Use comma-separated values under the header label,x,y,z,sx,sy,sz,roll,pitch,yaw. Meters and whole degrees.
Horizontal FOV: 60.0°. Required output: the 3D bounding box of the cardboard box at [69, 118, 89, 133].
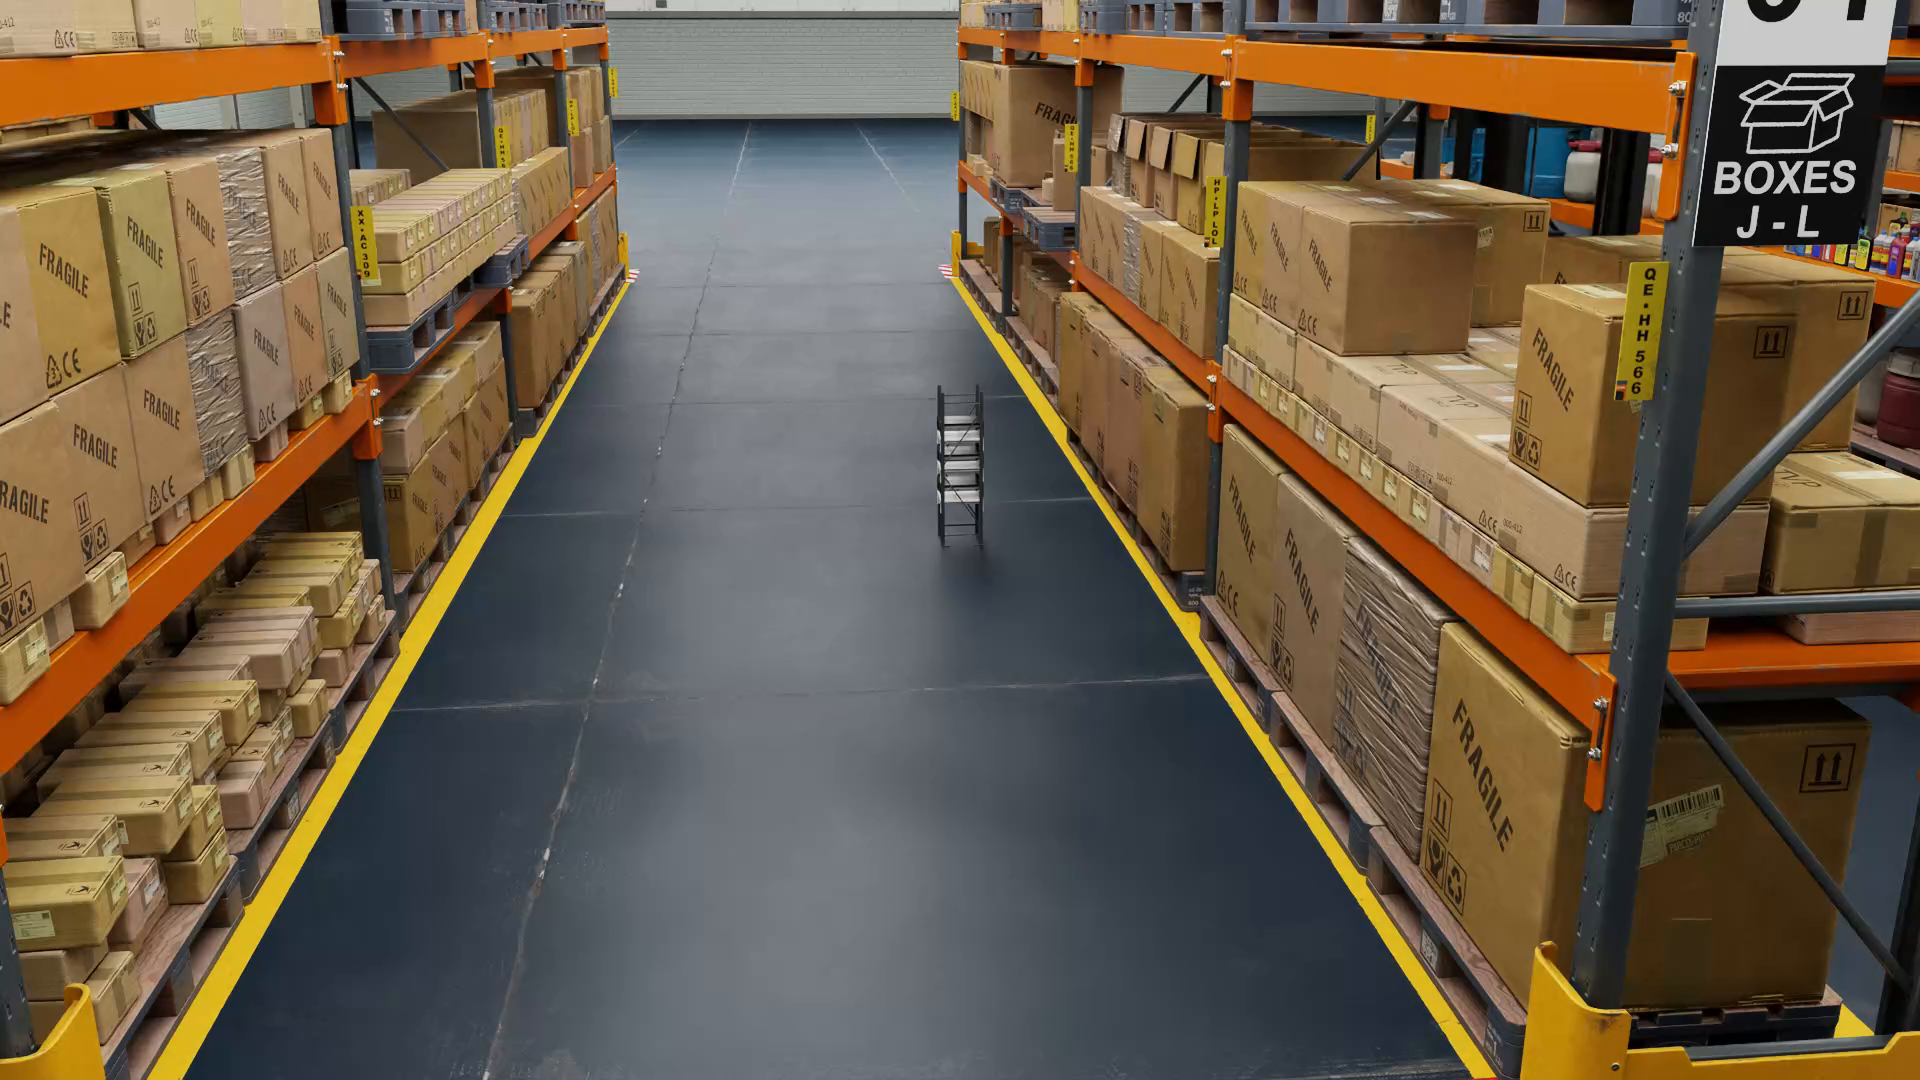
label,x,y,z,sx,sy,sz,roll,pitch,yaw
cardboard box,-8.910,-3.880,16.366,0.500,0.500,0.500,-2,17,-5

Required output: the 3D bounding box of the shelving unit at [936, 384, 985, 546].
label,x,y,z,sx,sy,sz,roll,pitch,yaw
shelving unit,0.001,-0.427,9.535,0.258,0.900,0.210,-2,18,-6

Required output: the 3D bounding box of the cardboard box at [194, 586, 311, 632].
label,x,y,z,sx,sy,sz,roll,pitch,yaw
cardboard box,-2.875,0.301,6.777,0.380,0.149,0.250,-1,17,-4

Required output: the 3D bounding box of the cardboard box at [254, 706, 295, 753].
label,x,y,z,sx,sy,sz,roll,pitch,yaw
cardboard box,-2.772,0.752,6.331,0.380,0.149,0.250,-1,17,-5

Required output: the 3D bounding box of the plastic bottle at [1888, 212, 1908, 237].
label,x,y,z,sx,sy,sz,roll,pitch,yaw
plastic bottle,6.706,-2.207,11.893,0.061,0.283,0.133,-2,18,-6

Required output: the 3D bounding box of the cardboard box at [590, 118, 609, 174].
label,x,y,z,sx,sy,sz,roll,pitch,yaw
cardboard box,-4.294,-4.276,18.040,0.875,0.550,0.550,-2,18,-6

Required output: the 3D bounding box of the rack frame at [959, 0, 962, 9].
label,x,y,z,sx,sy,sz,roll,pitch,yaw
rack frame,0.488,-7.463,18.424,1.000,3.000,0.127,-2,18,-6

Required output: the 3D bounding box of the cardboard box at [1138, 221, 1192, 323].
label,x,y,z,sx,sy,sz,roll,pitch,yaw
cardboard box,1.301,-1.507,9.302,0.500,0.500,0.500,-2,18,-6

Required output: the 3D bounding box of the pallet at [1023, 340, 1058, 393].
label,x,y,z,sx,sy,sz,roll,pitch,yaw
pallet,1.111,-1.482,14.045,1.003,0.211,1.213,-2,18,-6

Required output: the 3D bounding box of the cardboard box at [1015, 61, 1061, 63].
label,x,y,z,sx,sy,sz,roll,pitch,yaw
cardboard box,0.848,-4.962,18.141,0.500,0.500,0.500,-2,18,-6

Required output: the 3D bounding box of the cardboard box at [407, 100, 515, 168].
label,x,y,z,sx,sy,sz,roll,pitch,yaw
cardboard box,-3.776,-3.056,12.567,0.700,0.500,0.500,-2,18,-6

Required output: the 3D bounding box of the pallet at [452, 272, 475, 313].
label,x,y,z,sx,sy,sz,roll,pitch,yaw
pallet,-3.386,-1.414,9.492,1.003,0.211,1.213,-2,18,-6

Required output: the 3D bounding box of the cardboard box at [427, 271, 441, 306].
label,x,y,z,sx,sy,sz,roll,pitch,yaw
cardboard box,-2.858,-1.271,8.436,0.380,0.149,0.250,-2,18,-5

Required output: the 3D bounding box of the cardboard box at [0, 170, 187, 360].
label,x,y,z,sx,sy,sz,roll,pitch,yaw
cardboard box,-2.678,-0.825,4.963,0.500,0.500,0.500,-2,18,-7

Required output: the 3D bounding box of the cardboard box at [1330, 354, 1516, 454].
label,x,y,z,sx,sy,sz,roll,pitch,yaw
cardboard box,1.662,-0.498,6.008,0.500,0.250,0.500,-2,18,-6

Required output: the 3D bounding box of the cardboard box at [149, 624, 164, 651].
label,x,y,z,sx,sy,sz,roll,pitch,yaw
cardboard box,-3.350,0.396,6.473,0.380,0.149,0.250,-1,17,-4

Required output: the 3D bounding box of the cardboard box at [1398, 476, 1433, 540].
label,x,y,z,sx,sy,sz,roll,pitch,yaw
cardboard box,1.667,-0.114,5.451,0.380,0.149,0.250,-2,18,-7

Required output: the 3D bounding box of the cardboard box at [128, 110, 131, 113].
label,x,y,z,sx,sy,sz,roll,pitch,yaw
cardboard box,-9.054,-4.664,17.194,0.700,0.500,0.500,-2,18,-5

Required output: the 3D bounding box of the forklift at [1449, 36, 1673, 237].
label,x,y,z,sx,sy,sz,roll,pitch,yaw
forklift,3.479,-1.745,10.343,1.130,2.935,3.031,-1,17,-3

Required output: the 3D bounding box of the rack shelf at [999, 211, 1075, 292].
label,x,y,z,sx,sy,sz,roll,pitch,yaw
rack shelf,1.107,-2.469,13.736,1.077,0.370,4.000,-2,18,-6

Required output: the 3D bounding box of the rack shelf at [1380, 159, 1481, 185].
label,x,y,z,sx,sy,sz,roll,pitch,yaw
rack shelf,5.621,-3.814,18.020,1.077,0.370,4.000,-2,18,-6

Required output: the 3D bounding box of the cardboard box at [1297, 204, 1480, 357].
label,x,y,z,sx,sy,sz,roll,pitch,yaw
cardboard box,1.622,-1.001,6.359,0.500,0.500,0.500,-2,18,-7

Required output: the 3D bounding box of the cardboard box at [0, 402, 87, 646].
label,x,y,z,sx,sy,sz,roll,pitch,yaw
cardboard box,-2.577,-0.042,4.140,0.500,0.500,0.500,-1,17,-3

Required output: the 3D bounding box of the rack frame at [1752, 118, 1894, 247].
label,x,y,z,sx,sy,sz,roll,pitch,yaw
rack frame,6.240,-2.370,12.218,1.000,3.000,0.127,-2,18,-6

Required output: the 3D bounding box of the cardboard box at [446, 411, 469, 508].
label,x,y,z,sx,sy,sz,roll,pitch,yaw
cardboard box,-3.154,-0.451,9.579,0.500,0.500,0.500,-1,17,-5

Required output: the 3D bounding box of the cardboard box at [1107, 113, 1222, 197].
label,x,y,z,sx,sy,sz,roll,pitch,yaw
cardboard box,1.373,-2.525,10.870,0.797,0.503,0.637,-1,17,-4

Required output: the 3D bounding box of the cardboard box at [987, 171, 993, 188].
label,x,y,z,sx,sy,sz,roll,pitch,yaw
cardboard box,0.467,-3.566,16.447,0.380,0.149,0.250,-2,18,-6

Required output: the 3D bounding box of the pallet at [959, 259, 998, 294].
label,x,y,z,sx,sy,sz,roll,pitch,yaw
pallet,0.545,-3.004,18.893,1.003,0.211,1.213,-2,18,-6

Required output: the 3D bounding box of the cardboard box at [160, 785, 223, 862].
label,x,y,z,sx,sy,sz,roll,pitch,yaw
cardboard box,-2.608,0.910,5.331,0.380,0.149,0.250,-1,17,-4

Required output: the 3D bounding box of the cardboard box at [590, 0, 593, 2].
label,x,y,z,sx,sy,sz,roll,pitch,yaw
cardboard box,-3.954,-5.569,16.953,0.380,0.149,0.250,-2,18,-5

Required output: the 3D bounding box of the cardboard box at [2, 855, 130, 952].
label,x,y,z,sx,sy,sz,roll,pitch,yaw
cardboard box,-2.522,0.999,4.552,0.380,0.149,0.250,-3,18,-8

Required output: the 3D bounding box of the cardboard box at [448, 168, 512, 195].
label,x,y,z,sx,sy,sz,roll,pitch,yaw
cardboard box,-3.124,-2.326,10.804,0.380,0.149,0.250,-2,18,-8

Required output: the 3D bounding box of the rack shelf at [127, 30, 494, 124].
label,x,y,z,sx,sy,sz,roll,pitch,yaw
rack shelf,-3.424,-2.586,9.099,1.077,0.370,4.000,-2,18,-6

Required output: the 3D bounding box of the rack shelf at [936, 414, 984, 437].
label,x,y,z,sx,sy,sz,roll,pitch,yaw
rack shelf,0.001,-0.653,9.464,0.258,0.077,0.200,-2,18,-6

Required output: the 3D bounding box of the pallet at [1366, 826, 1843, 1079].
label,x,y,z,sx,sy,sz,roll,pitch,yaw
pallet,1.978,1.261,5.307,1.003,0.211,1.213,-2,18,-6

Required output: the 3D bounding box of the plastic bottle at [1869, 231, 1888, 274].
label,x,y,z,sx,sy,sz,roll,pitch,yaw
plastic bottle,6.033,-1.888,10.897,0.097,0.271,0.097,0,17,0

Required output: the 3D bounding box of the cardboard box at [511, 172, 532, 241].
label,x,y,z,sx,sy,sz,roll,pitch,yaw
cardboard box,-3.464,-2.435,12.258,0.500,0.500,0.500,-2,18,-6

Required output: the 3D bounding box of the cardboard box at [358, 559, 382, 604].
label,x,y,z,sx,sy,sz,roll,pitch,yaw
cardboard box,-2.869,0.200,7.594,0.380,0.149,0.250,-1,17,-5

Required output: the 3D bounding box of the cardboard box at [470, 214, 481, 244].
label,x,y,z,sx,sy,sz,roll,pitch,yaw
cardboard box,-2.992,-1.799,9.620,0.380,0.149,0.250,-1,17,-4

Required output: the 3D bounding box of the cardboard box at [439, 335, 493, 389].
label,x,y,z,sx,sy,sz,roll,pitch,yaw
cardboard box,-3.236,-1.113,10.436,0.500,0.250,0.500,-2,17,-5

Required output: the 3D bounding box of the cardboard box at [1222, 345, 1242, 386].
label,x,y,z,sx,sy,sz,roll,pitch,yaw
cardboard box,1.425,-0.807,7.659,0.380,0.149,0.250,-2,18,-6

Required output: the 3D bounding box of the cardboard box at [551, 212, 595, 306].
label,x,y,z,sx,sy,sz,roll,pitch,yaw
cardboard box,-4.039,-2.662,15.993,0.875,0.875,0.875,-2,17,-5

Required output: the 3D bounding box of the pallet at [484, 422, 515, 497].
label,x,y,z,sx,sy,sz,roll,pitch,yaw
pallet,-3.552,-0.530,11.014,1.003,0.211,1.213,-2,18,-6

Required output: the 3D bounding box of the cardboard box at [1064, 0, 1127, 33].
label,x,y,z,sx,sy,sz,roll,pitch,yaw
cardboard box,1.020,-3.710,11.731,0.500,0.250,0.500,-2,18,-6

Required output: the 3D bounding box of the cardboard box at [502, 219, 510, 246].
label,x,y,z,sx,sy,sz,roll,pitch,yaw
cardboard box,-3.099,-1.967,10.654,0.380,0.149,0.250,-2,18,-6

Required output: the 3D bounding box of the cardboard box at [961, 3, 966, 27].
label,x,y,z,sx,sy,sz,roll,pitch,yaw
cardboard box,0.281,-5.808,18.413,0.500,0.250,0.500,-1,17,-4

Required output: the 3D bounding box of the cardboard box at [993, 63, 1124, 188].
label,x,y,z,sx,sy,sz,roll,pitch,yaw
cardboard box,0.843,-3.654,14.606,1.000,1.000,1.000,-2,18,-5

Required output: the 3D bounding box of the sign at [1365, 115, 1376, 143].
label,x,y,z,sx,sy,sz,roll,pitch,yaw
sign,4.867,-4.870,19.718,0.100,0.325,0.005,-2,18,-6

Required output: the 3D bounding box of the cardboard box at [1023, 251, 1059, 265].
label,x,y,z,sx,sy,sz,roll,pitch,yaw
cardboard box,0.899,-2.537,16.221,0.500,0.500,0.500,-2,18,-7

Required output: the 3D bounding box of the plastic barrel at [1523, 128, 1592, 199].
label,x,y,z,sx,sy,sz,roll,pitch,yaw
plastic barrel,5.566,-3.676,15.542,0.600,0.901,0.708,-2,18,-6

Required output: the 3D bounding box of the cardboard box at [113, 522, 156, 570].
label,x,y,z,sx,sy,sz,roll,pitch,yaw
cardboard box,-2.722,-0.008,5.114,0.380,0.149,0.250,-2,18,-6

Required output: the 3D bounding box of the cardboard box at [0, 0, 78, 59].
label,x,y,z,sx,sy,sz,roll,pitch,yaw
cardboard box,-2.648,-1.368,4.271,0.500,0.250,0.500,-1,17,-4

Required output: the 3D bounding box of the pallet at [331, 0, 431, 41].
label,x,y,z,sx,sy,sz,roll,pitch,yaw
pallet,-3.176,-2.431,7.717,1.213,0.211,1.003,-2,18,-6

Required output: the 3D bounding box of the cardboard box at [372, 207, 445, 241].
label,x,y,z,sx,sy,sz,roll,pitch,yaw
cardboard box,-2.883,-1.632,8.592,0.380,0.149,0.250,-2,18,-6
